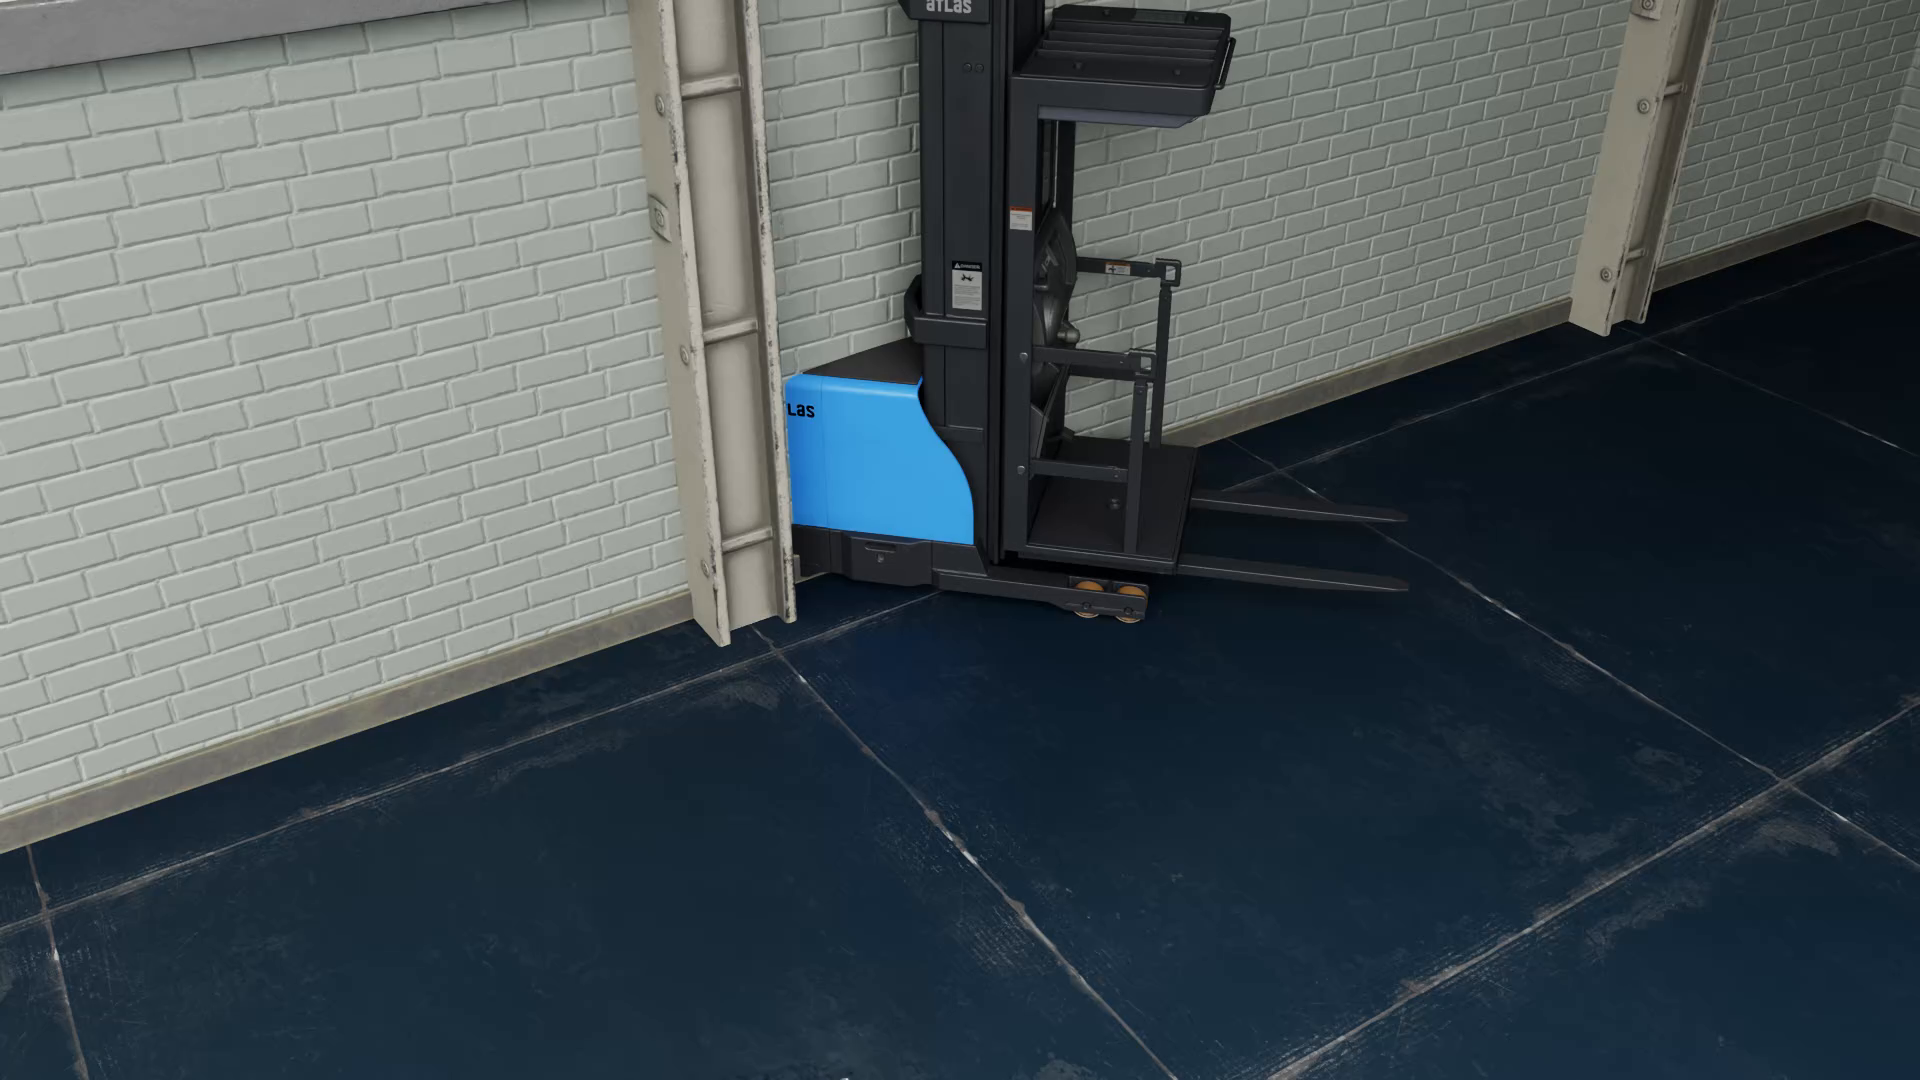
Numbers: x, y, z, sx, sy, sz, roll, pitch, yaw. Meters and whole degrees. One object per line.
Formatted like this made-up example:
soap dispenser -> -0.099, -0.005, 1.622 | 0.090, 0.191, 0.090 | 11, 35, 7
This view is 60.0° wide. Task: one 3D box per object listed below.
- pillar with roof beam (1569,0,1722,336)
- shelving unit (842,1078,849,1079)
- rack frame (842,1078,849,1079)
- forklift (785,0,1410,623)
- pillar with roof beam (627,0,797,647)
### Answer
pillar with roof beam -> 6.378, -3.254, 4.973 | 0.400, 9.000, 9.100 | -19, 37, -27
shelving unit -> -0.897, 1.785, 4.738 | 1.200, 0.503, 0.258 | -10, 74, -5
rack frame -> -0.904, 1.856, 4.971 | 1.200, 0.015, 0.240 | -10, 74, -5
forklift -> 0.610, -1.170, 7.357 | 3.031, 2.935, 1.130 | 7, 33, 10
pillar with roof beam -> 1.335, -1.519, 2.224 | 0.400, 9.000, 9.100 | -19, 37, -27
